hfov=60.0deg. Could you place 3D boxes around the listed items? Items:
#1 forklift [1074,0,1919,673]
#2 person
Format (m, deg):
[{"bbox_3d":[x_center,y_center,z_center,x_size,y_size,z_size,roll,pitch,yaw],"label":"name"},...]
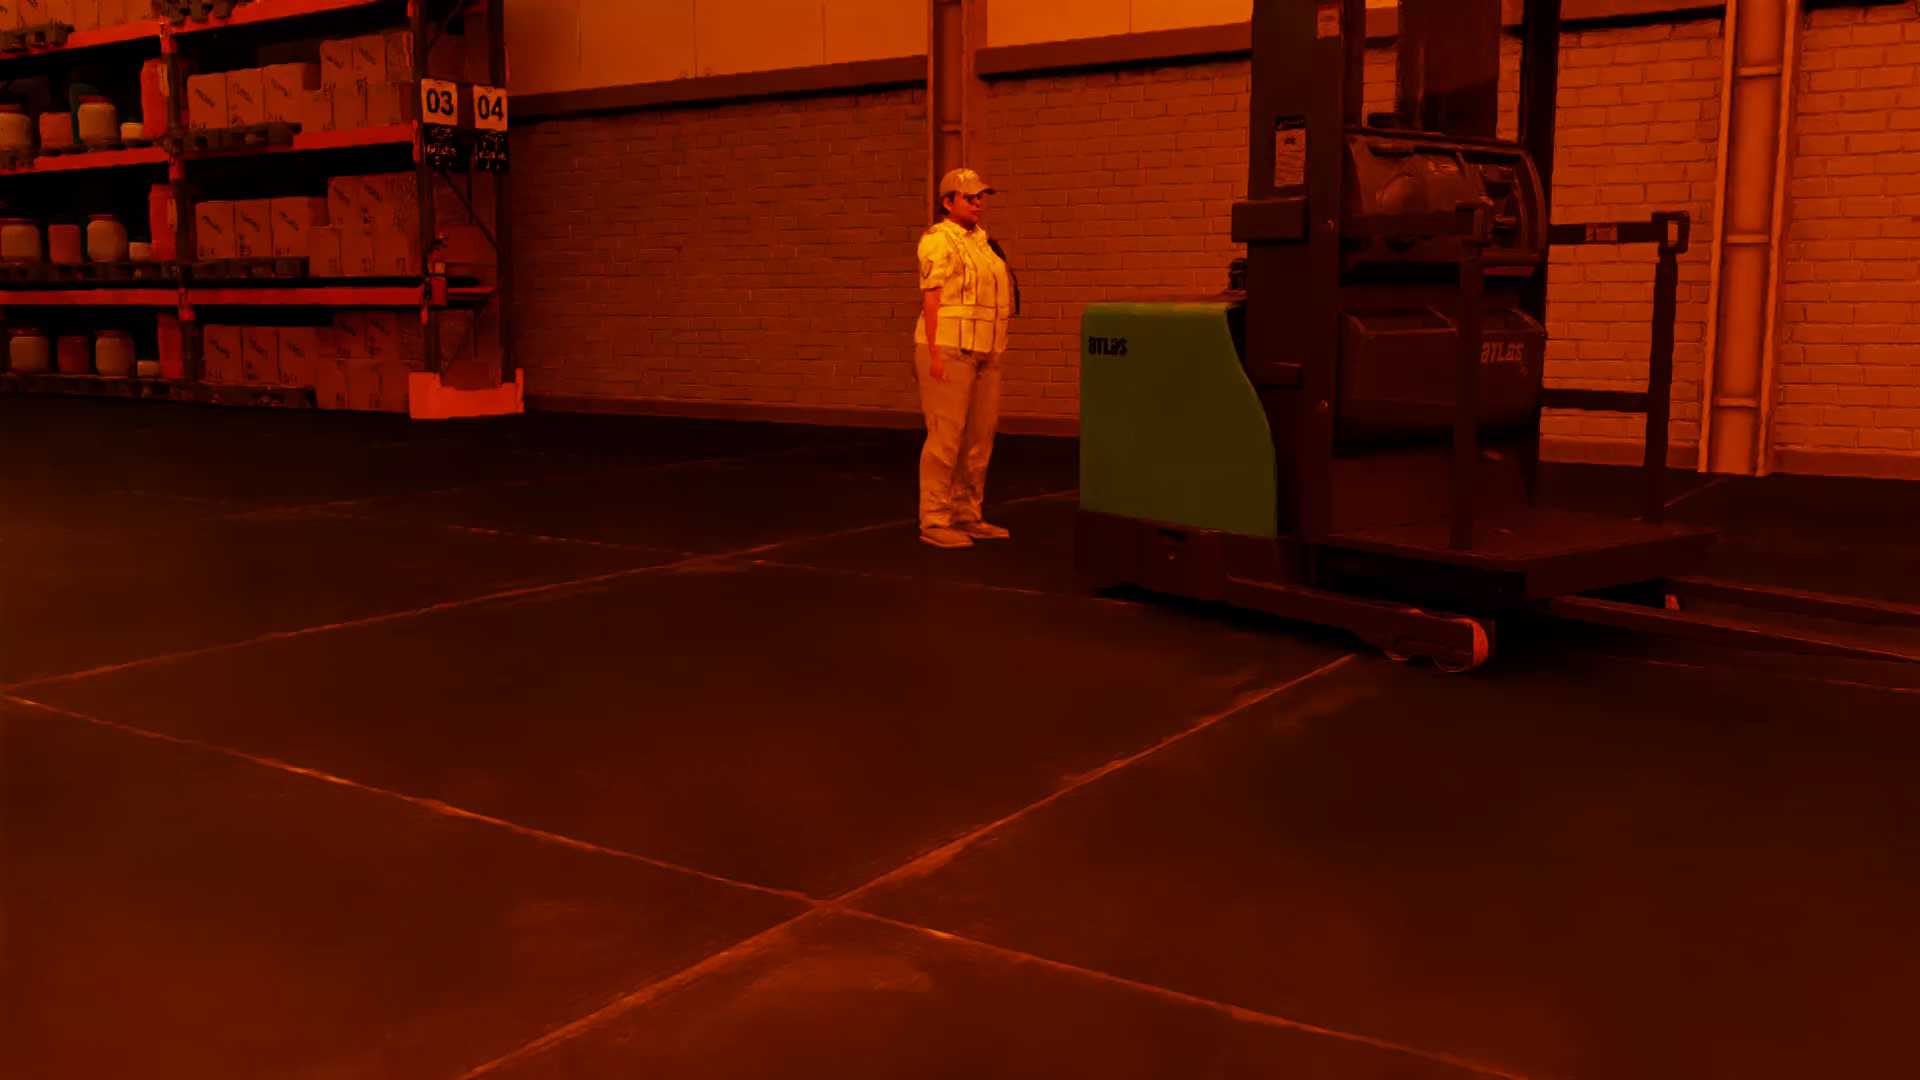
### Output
[{"bbox_3d":[1.703,-1.139,5.199,1.130,2.935,3.031,-6,10,-36],"label":"forklift"},{"bbox_3d":[0.011,-0.820,7.472,0.390,1.669,0.482,5,10,34],"label":"person"}]
